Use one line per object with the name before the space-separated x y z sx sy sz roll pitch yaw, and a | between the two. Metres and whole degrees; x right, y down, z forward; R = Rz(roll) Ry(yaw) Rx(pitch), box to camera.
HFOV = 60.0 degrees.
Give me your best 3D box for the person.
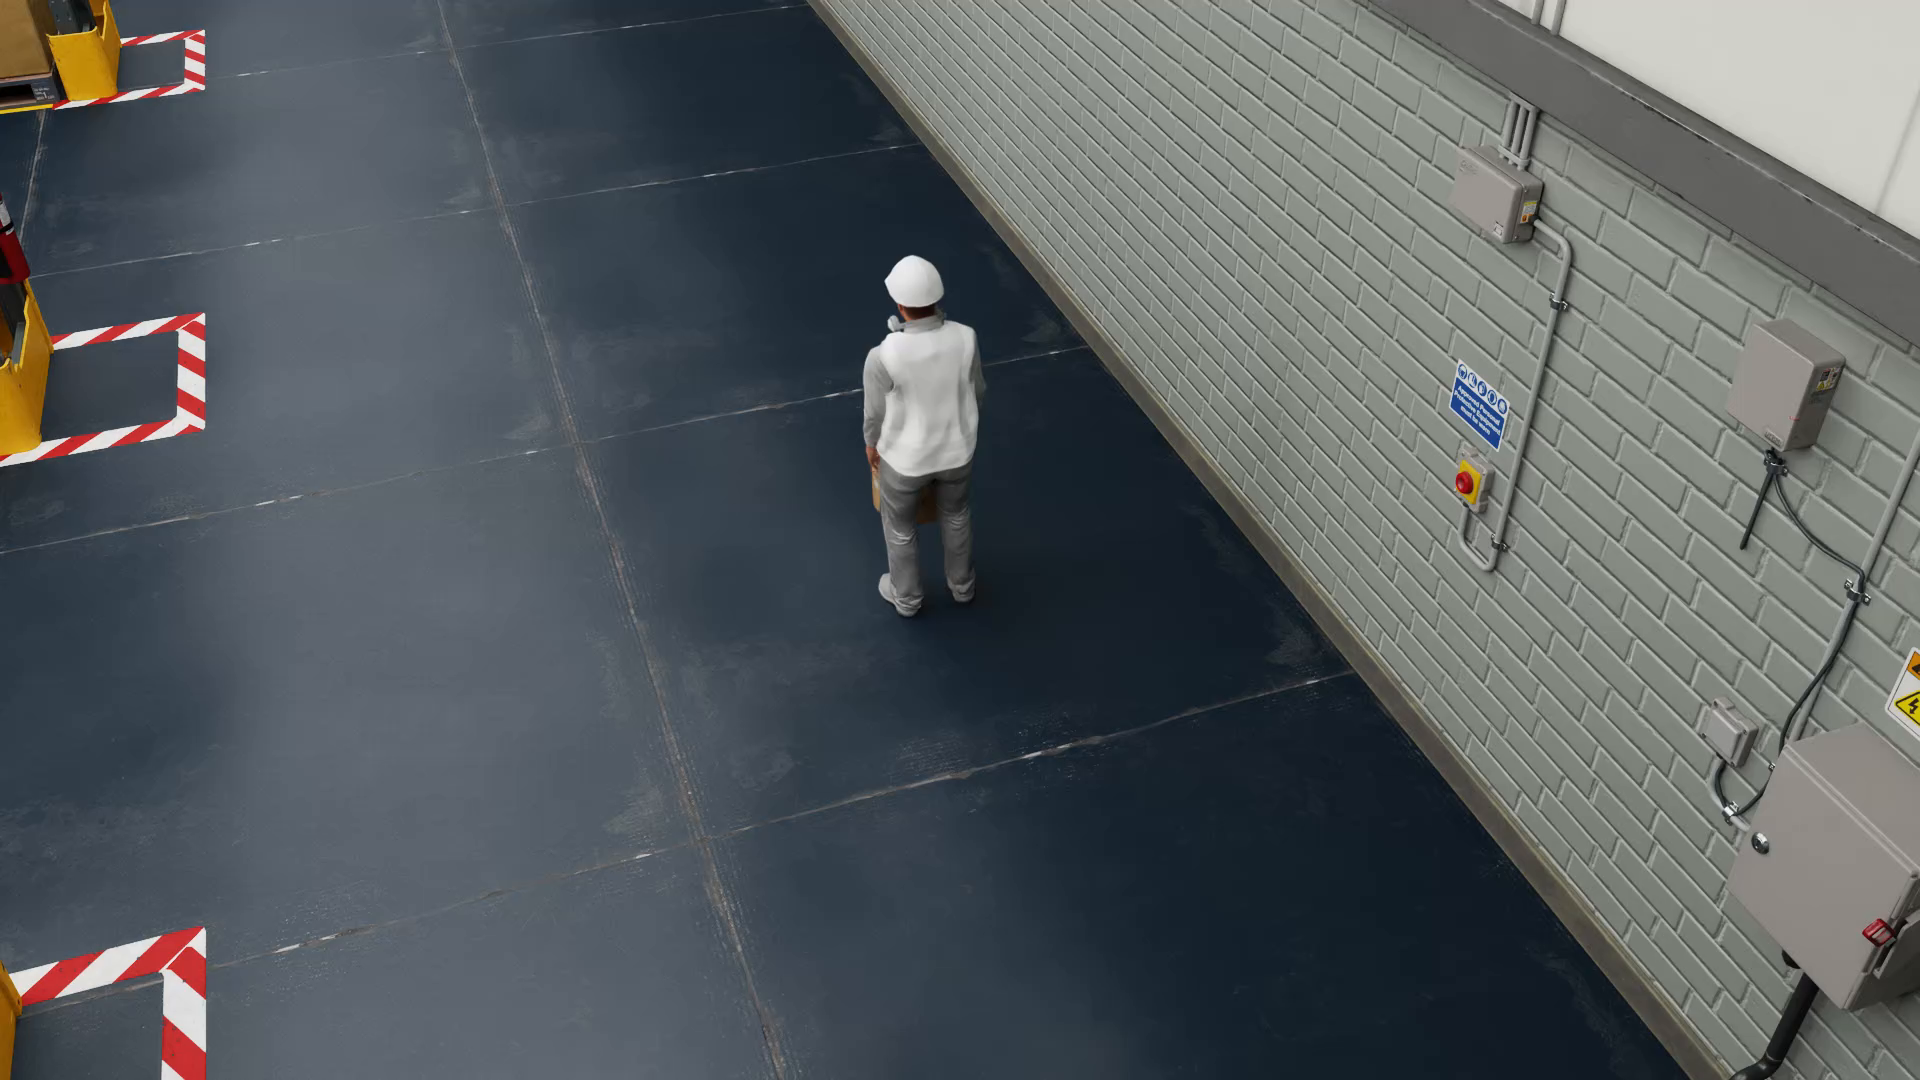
person | -0.155 -0.420 7.307 0.561 1.775 0.435 -14 40 -17
